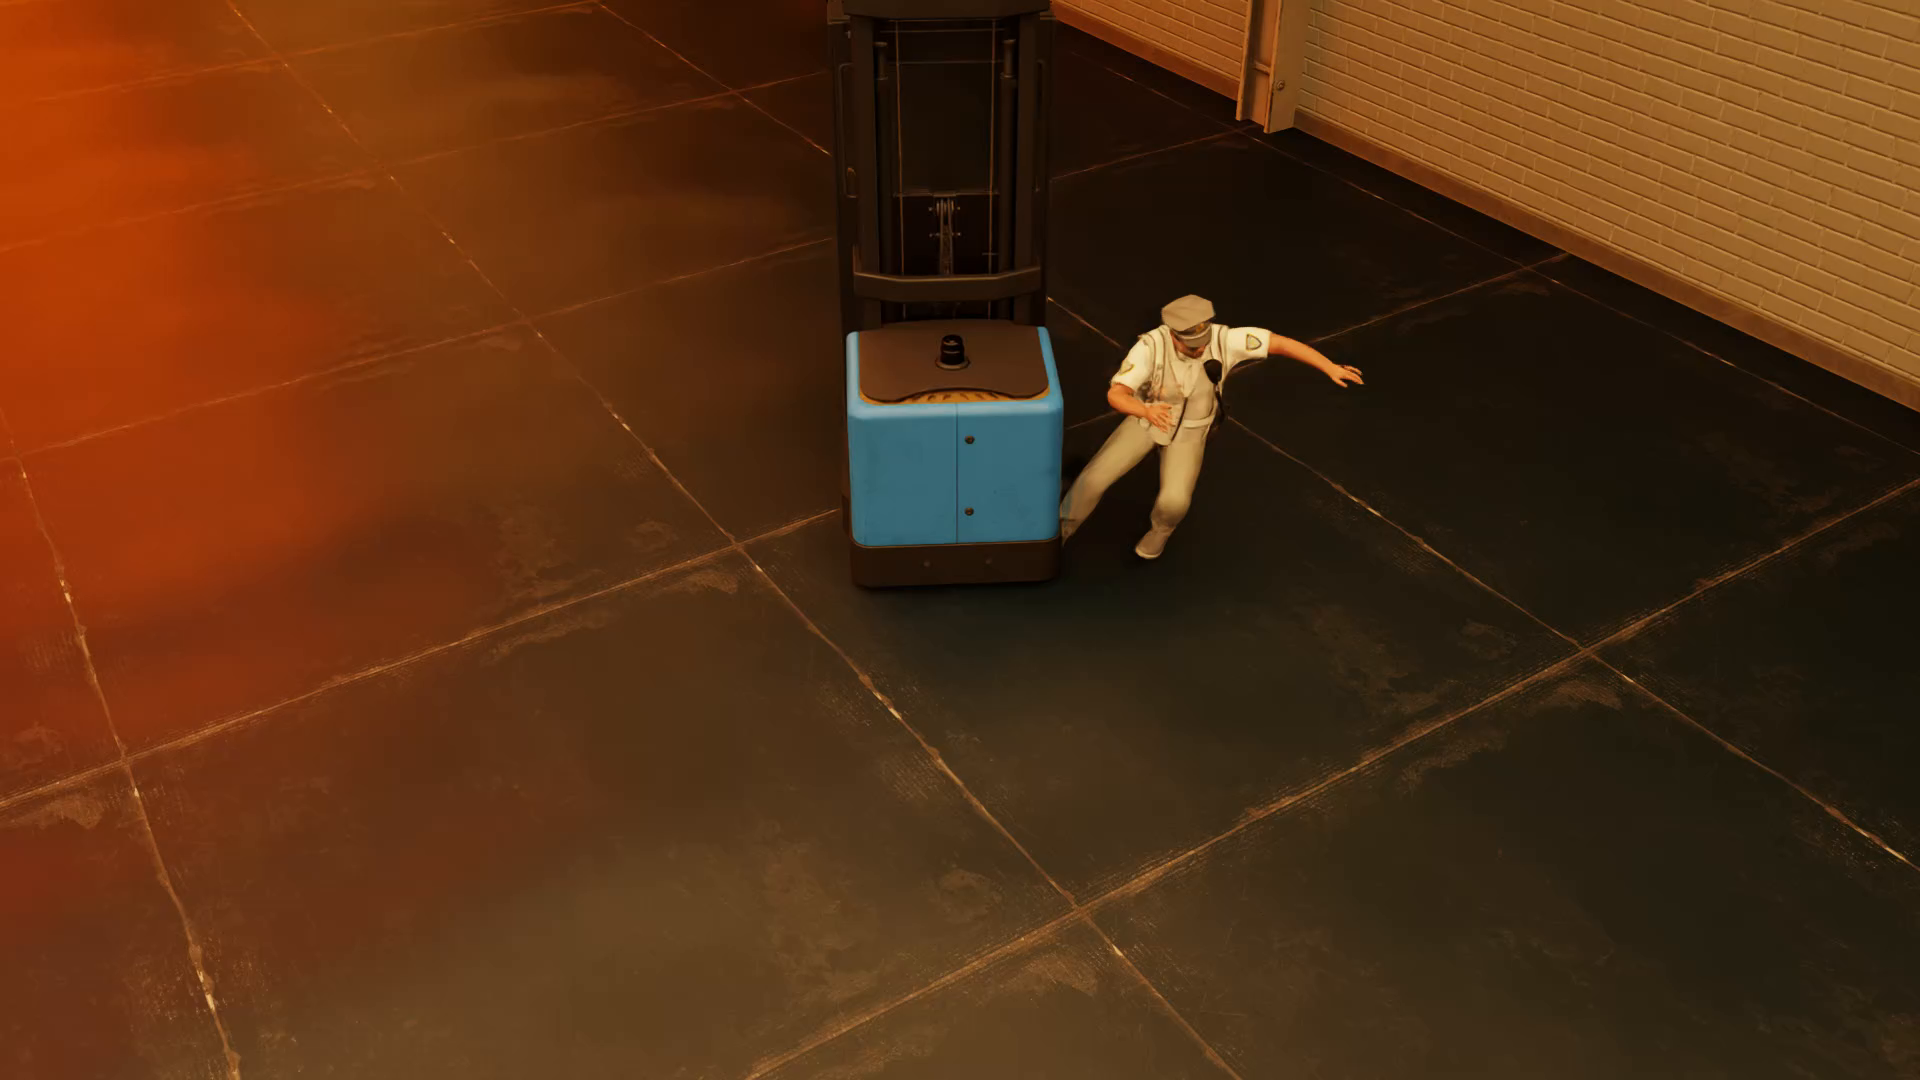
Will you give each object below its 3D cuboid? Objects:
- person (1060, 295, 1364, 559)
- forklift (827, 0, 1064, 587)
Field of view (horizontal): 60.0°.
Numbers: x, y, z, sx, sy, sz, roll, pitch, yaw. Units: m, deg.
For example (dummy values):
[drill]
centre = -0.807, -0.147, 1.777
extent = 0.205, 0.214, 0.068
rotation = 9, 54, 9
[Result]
[person]
centre = 1.083, -0.503, 8.132
extent = 1.620, 1.457, 0.831
rotation = 1, 35, 2
[forklift]
centre = -0.105, -1.791, 8.696
extent = 1.130, 2.935, 3.031
rotation = -2, 35, -3
